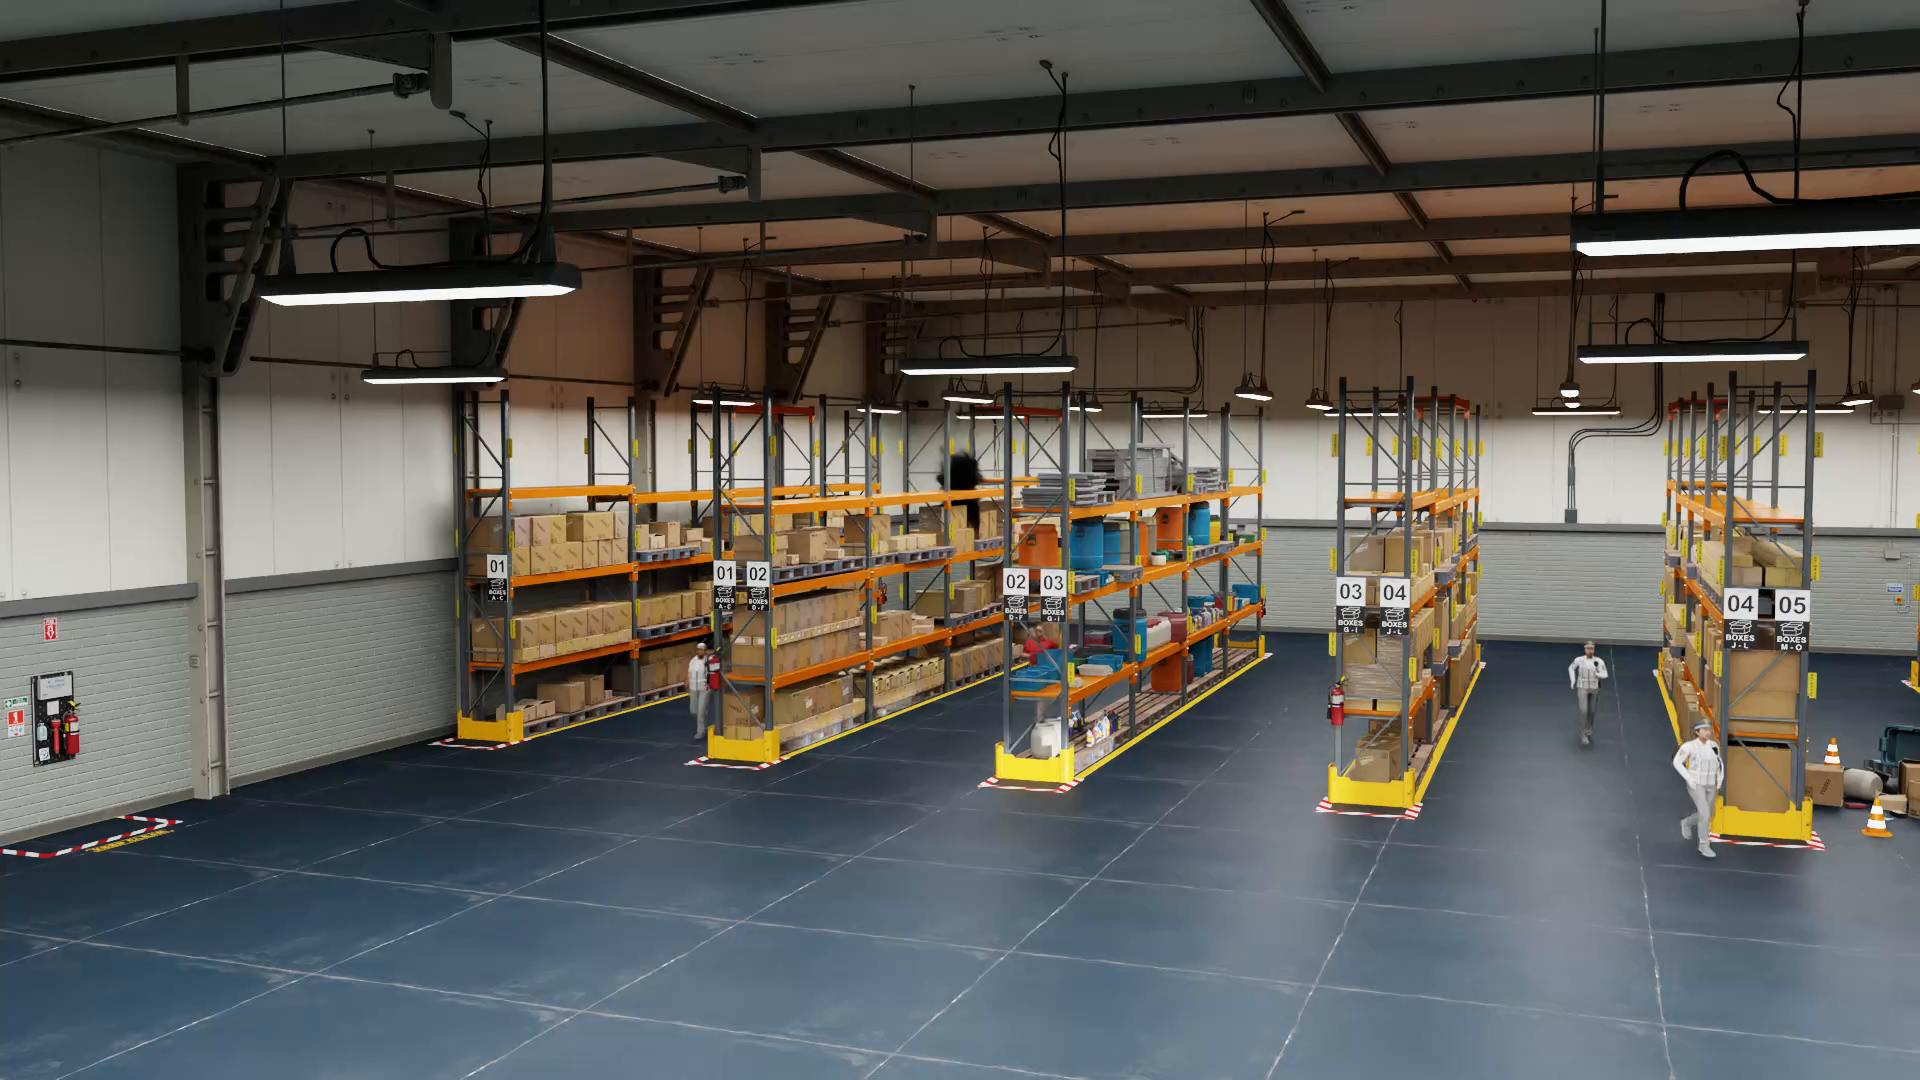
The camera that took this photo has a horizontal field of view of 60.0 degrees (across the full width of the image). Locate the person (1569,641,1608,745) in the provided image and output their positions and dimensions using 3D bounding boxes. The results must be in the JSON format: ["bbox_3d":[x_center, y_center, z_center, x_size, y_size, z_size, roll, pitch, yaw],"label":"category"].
[{"bbox_3d":[10.749,2.575,28.444,0.596,1.728,0.854,1,3,14],"label":"person"}]

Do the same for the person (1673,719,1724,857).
[{"bbox_3d":[9.185,3.032,20.669,0.636,1.668,0.733,-1,3,-11],"label":"person"}]

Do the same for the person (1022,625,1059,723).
[{"bbox_3d":[1.462,2.431,30.636,0.657,1.731,0.951,1,3,22],"label":"person"}]

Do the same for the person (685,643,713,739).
[{"bbox_3d":[-4.477,2.604,28.967,0.609,1.635,0.663,1,3,16],"label":"person"}]
